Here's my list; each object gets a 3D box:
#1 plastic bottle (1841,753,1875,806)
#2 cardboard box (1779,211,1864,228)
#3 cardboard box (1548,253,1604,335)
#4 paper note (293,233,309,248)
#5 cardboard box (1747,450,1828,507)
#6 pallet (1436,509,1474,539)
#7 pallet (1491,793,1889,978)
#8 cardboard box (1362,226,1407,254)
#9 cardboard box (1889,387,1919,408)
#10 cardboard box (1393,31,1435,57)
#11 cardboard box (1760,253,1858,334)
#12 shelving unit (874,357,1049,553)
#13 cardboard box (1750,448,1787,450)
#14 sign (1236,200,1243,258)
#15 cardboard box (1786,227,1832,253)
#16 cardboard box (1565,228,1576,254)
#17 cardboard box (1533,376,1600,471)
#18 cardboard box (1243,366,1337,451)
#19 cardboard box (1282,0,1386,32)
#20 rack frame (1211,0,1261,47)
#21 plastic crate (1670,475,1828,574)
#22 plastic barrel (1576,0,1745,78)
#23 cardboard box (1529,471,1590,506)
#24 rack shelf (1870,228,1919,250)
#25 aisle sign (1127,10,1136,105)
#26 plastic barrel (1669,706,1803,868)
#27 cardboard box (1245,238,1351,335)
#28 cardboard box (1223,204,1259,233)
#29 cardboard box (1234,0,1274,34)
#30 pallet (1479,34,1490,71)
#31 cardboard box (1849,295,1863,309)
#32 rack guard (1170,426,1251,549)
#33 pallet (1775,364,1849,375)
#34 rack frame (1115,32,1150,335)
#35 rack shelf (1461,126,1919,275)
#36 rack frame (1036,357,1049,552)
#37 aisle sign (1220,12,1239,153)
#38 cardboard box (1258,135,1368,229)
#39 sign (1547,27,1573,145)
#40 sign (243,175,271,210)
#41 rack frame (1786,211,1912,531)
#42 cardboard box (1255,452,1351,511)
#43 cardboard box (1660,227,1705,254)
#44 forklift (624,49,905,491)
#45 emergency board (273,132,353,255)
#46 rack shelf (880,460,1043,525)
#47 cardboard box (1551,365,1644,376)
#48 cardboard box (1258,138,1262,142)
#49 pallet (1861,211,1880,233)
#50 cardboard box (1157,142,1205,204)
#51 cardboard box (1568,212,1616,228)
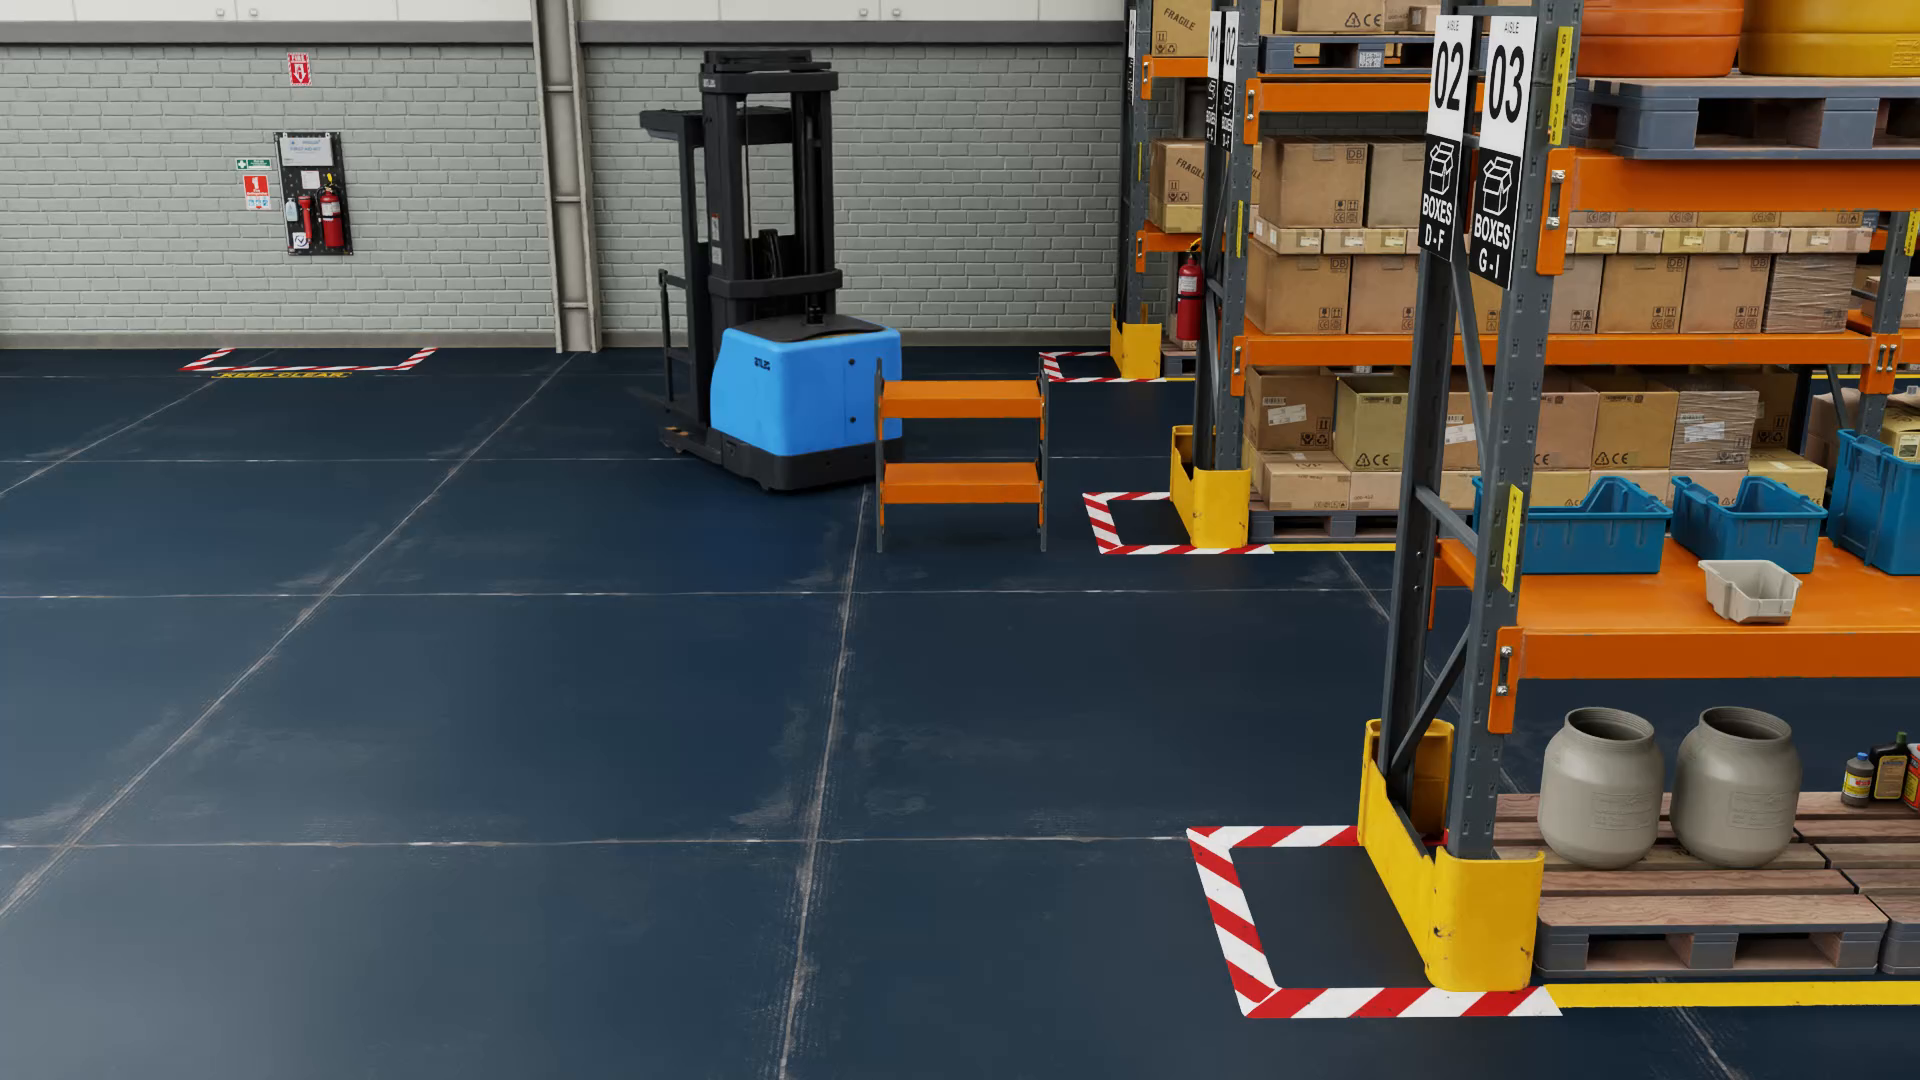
[{"bbox_3d":[3.550,0.939,6.570,0.097,0.201,0.097,0,18,0],"label":"plastic bottle"},{"bbox_3d":[5.202,-2.235,10.315,0.500,0.500,0.700,0,18,-1],"label":"cardboard box"},{"bbox_3d":[3.661,-1.608,10.487,0.500,0.500,0.700,0,18,1],"label":"cardboard box"},{"bbox_3d":[-6.399,-2.906,16.138,0.142,0.148,0.016,0,18,-1],"label":"paper note"},{"bbox_3d":[5.185,-0.395,10.682,0.500,0.250,0.500,0,18,-1],"label":"cardboard box"},{"bbox_3d":[3.627,-0.248,10.974,1.213,0.211,1.003,0,18,-1],"label":"pallet"},{"bbox_3d":[2.608,1.270,6.244,1.213,0.211,1.003,0,18,-1],"label":"pallet"},{"bbox_3d":[2.555,-1.849,10.177,0.250,0.149,0.380,0,18,-1],"label":"cardboard box"},{"bbox_3d":[6.566,-0.825,11.104,0.500,0.311,0.500,0,18,1],"label":"cardboard box"},{"bbox_3d":[4.003,-4.481,14.498,0.500,0.500,0.500,-1,18,-3],"label":"cardboard box"},{"bbox_3d":[5.202,-1.617,10.513,0.500,0.500,0.700,-1,18,-2],"label":"cardboard box"},{"bbox_3d":[0.007,-0.536,10.376,1.048,1.125,0.538,0,18,-1],"label":"shelving unit"},{"bbox_3d":[5.177,-0.554,11.179,0.500,0.250,0.500,0,18,-1],"label":"cardboard box"},{"bbox_3d":[1.649,-1.834,9.808,0.005,0.325,0.100,0,18,-1],"label":"sign"},{"bbox_3d":[5.130,-1.862,10.217,0.250,0.149,0.380,-1,18,-2],"label":"cardboard box"},{"bbox_3d":[3.579,-1.854,10.190,0.250,0.149,0.380,0,18,0],"label":"cardboard box"},{"bbox_3d":[3.685,-0.743,10.539,0.500,0.500,0.500,0,18,-1],"label":"cardboard box"},{"bbox_3d":[2.177,-0.895,11.014,0.500,0.500,0.500,0,18,-1],"label":"cardboard box"},{"bbox_3d":[2.221,-3.300,9.926,0.637,0.503,0.797,1,18,3],"label":"cardboard box"},{"bbox_3d":[1.646,-4.411,9.565,0.127,3.000,1.000,0,18,-1],"label":"rack frame"},{"bbox_3d":[2.866,-0.065,6.084,0.408,0.251,0.499,0,18,-1],"label":"plastic crate"},{"bbox_3d":[2.204,-1.915,5.305,0.708,0.830,0.600,0,18,-1],"label":"plastic barrel"},{"bbox_3d":[3.685,-0.386,10.654,0.500,0.250,0.500,0,18,-1],"label":"cardboard box"},{"bbox_3d":[7.563,-2.753,15.397,4.000,0.370,1.077,0,18,-1],"label":"rack shelf"},{"bbox_3d":[1.497,-4.213,14.514,0.004,0.787,0.394,0,18,-1],"label":"aisle sign"},{"bbox_3d":[2.878,0.915,6.171,0.421,0.512,0.421,0,18,0],"label":"plastic barrel"},{"bbox_3d":[2.113,-1.600,10.461,0.500,0.500,0.700,0,18,-1],"label":"cardboard box"},{"bbox_3d":[2.576,-2.917,14.944,0.500,0.250,0.500,-1,18,-3],"label":"cardboard box"},{"bbox_3d":[2.440,-4.469,14.462,0.500,0.500,0.500,1,18,3],"label":"cardboard box"},{"bbox_3d":[3.576,-2.942,10.044,1.213,0.211,1.003,0,18,-1],"label":"pallet"},{"bbox_3d":[8.327,-2.138,15.675,0.500,0.500,0.700,0,18,-1],"label":"cardboard box"},{"bbox_3d":[1.622,-0.364,10.863,0.348,0.500,1.175,0,18,-1],"label":"rack guard"},{"bbox_3d":[7.565,-1.769,15.718,1.213,0.211,1.003,0,18,-1],"label":"pallet"},{"bbox_3d":[1.564,-3.067,15.197,0.127,3.000,1.000,0,18,-1],"label":"rack frame"},{"bbox_3d":[3.720,-1.136,5.447,4.000,0.370,1.077,0,18,-1],"label":"rack shelf"},{"bbox_3d":[0.515,-0.538,10.384,0.032,1.125,0.500,0,18,-1],"label":"rack frame"},{"bbox_3d":[1.585,-2.698,9.791,0.004,0.787,0.394,0,18,-1],"label":"aisle sign"},{"bbox_3d":[2.166,-2.218,10.263,0.500,0.500,0.700,0,18,-1],"label":"cardboard box"},{"bbox_3d":[1.725,-1.306,4.782,0.005,0.325,0.100,0,18,-1],"label":"sign"},{"bbox_3d":[-6.775,-3.351,16.025,0.234,0.329,0.001,0,18,-1],"label":"sign"},{"bbox_3d":[5.645,-1.573,10.541,0.127,3.000,1.000,0,18,-1],"label":"rack frame"},{"bbox_3d":[2.186,-0.379,10.633,0.500,0.250,0.500,0,18,-1],"label":"cardboard box"},{"bbox_3d":[4.359,-1.859,10.205,0.250,0.149,0.380,0,18,-1],"label":"cardboard box"},{"bbox_3d":[-1.646,-2.124,12.370,1.130,2.935,3.031,-12,21,-33],"label":"forklift"},{"bbox_3d":[-6.221,-3.305,15.940,0.643,1.169,0.194,0,18,-1],"label":"emergency board"},{"bbox_3d":[0.007,-0.303,10.451,1.000,0.278,0.538,0,18,-1],"label":"rack shelf"},{"bbox_3d":[4.177,-0.910,11.058,0.500,0.500,0.500,0,18,-1],"label":"cardboard box"},{"bbox_3d":[2.535,-3.429,15.310,0.500,0.500,0.500,0,18,0],"label":"cardboard box"},{"bbox_3d":[7.584,-2.992,15.278,1.213,0.211,1.003,0,18,-1],"label":"pallet"},{"bbox_3d":[2.046,-3.273,14.824,0.500,0.500,0.500,0,18,-1],"label":"cardboard box"},{"bbox_3d":[3.696,-2.227,10.292,0.500,0.500,0.700,0,18,-1],"label":"cardboard box"}]
